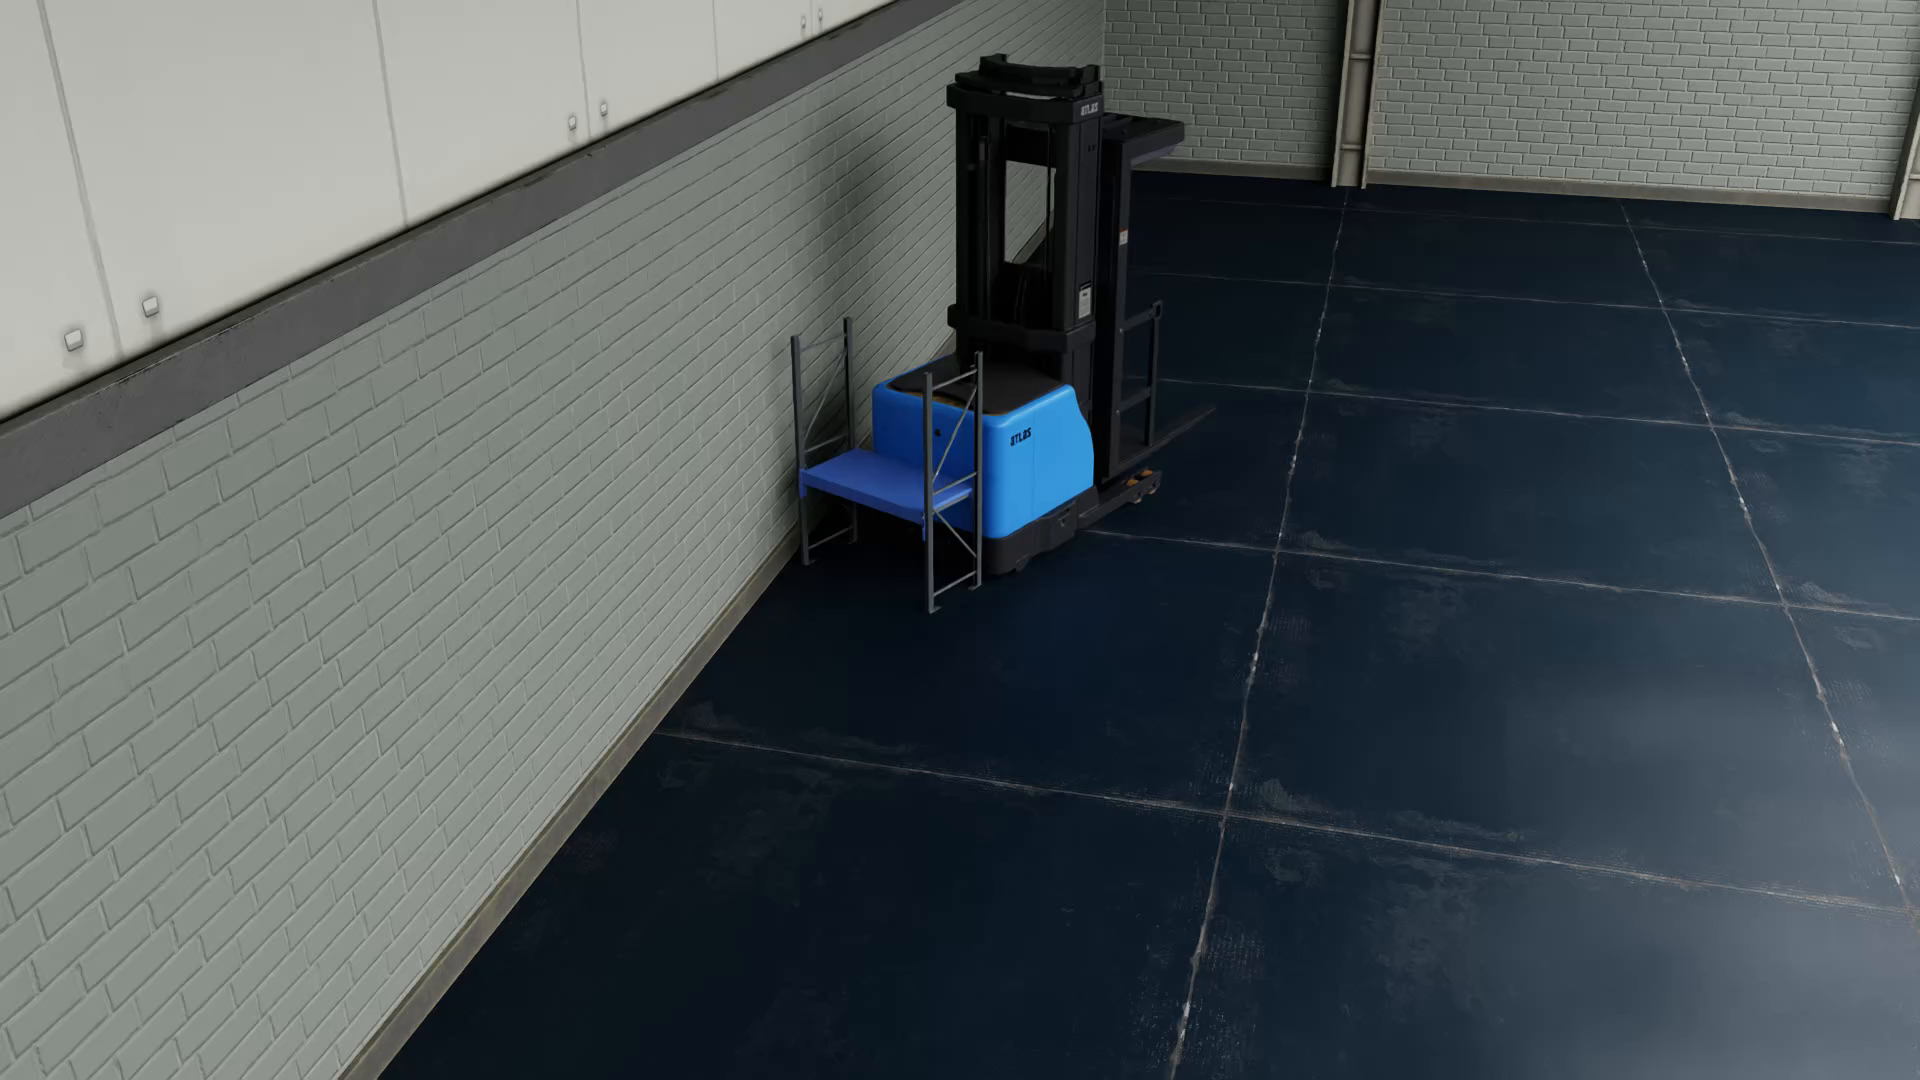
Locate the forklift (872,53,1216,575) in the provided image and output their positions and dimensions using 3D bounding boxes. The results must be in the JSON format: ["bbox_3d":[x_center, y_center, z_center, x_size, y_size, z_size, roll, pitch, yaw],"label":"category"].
[{"bbox_3d":[0.726,-1.683,10.875,1.130,2.935,3.031,18,31,33],"label":"forklift"}]

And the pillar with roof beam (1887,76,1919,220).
[{"bbox_3d":[9.298,-5.798,12.460,0.400,9.000,9.100,6,26,13],"label":"pillar with roof beam"}]

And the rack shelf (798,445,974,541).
[{"bbox_3d":[-0.433,-0.298,10.049,1.000,0.185,0.538,19,31,35],"label":"rack shelf"}]

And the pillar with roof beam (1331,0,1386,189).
[{"bbox_3d":[3.487,-6.441,13.809,0.400,9.000,9.100,6,26,13],"label":"pillar with roof beam"}]

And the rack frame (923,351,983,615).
[{"bbox_3d":[-0.037,-0.323,9.683,0.032,1.500,0.500,19,31,35],"label":"rack frame"}]

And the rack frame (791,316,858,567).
[{"bbox_3d":[-0.828,-0.598,10.261,0.032,1.500,0.500,19,31,35],"label":"rack frame"}]

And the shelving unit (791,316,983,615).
[{"bbox_3d":[-0.433,-0.460,9.972,1.048,1.500,0.538,19,31,35],"label":"shelving unit"}]
